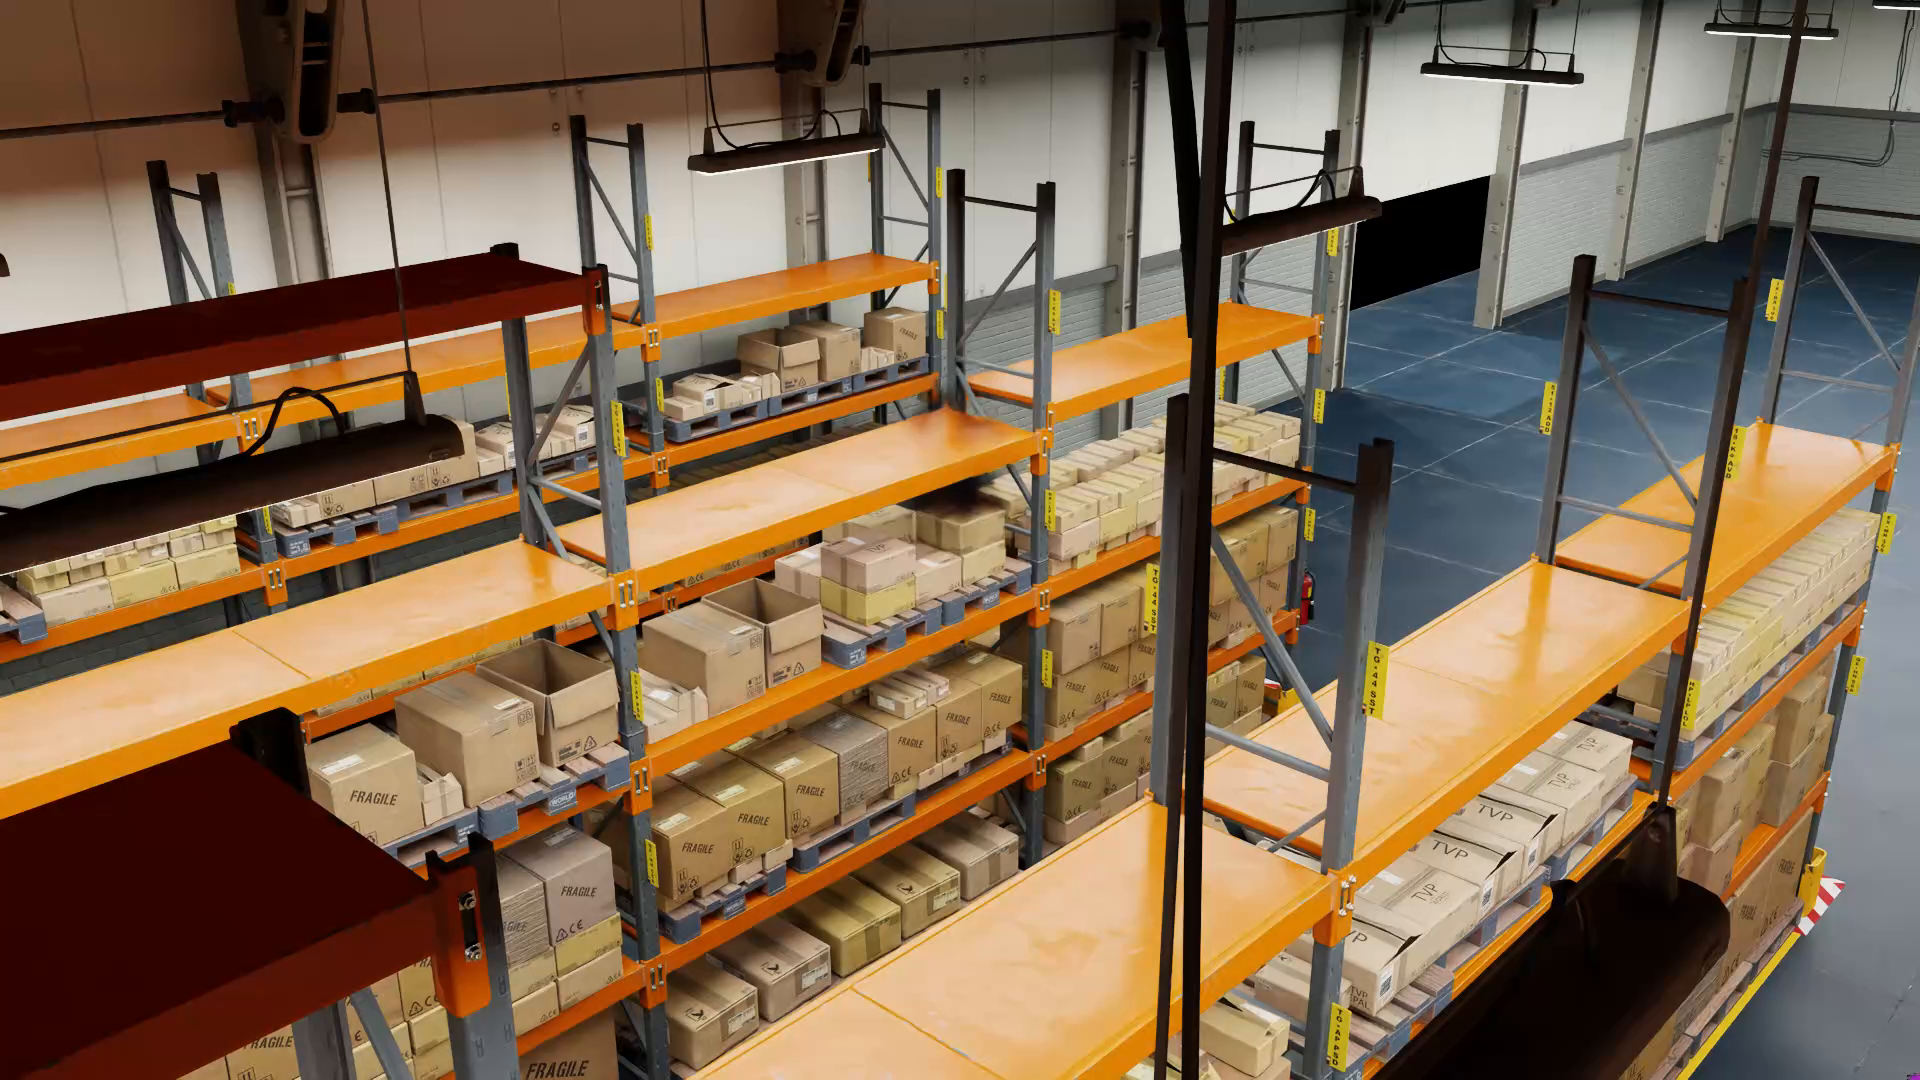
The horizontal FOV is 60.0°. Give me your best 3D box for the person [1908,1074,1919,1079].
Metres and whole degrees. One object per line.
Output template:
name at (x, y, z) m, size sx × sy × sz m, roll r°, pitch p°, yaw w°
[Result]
person at (5.889, 3.722, 9.945) m, size 0.718 × 1.760 × 0.900 m, roll 12°, pitch 24°, yaw 29°
